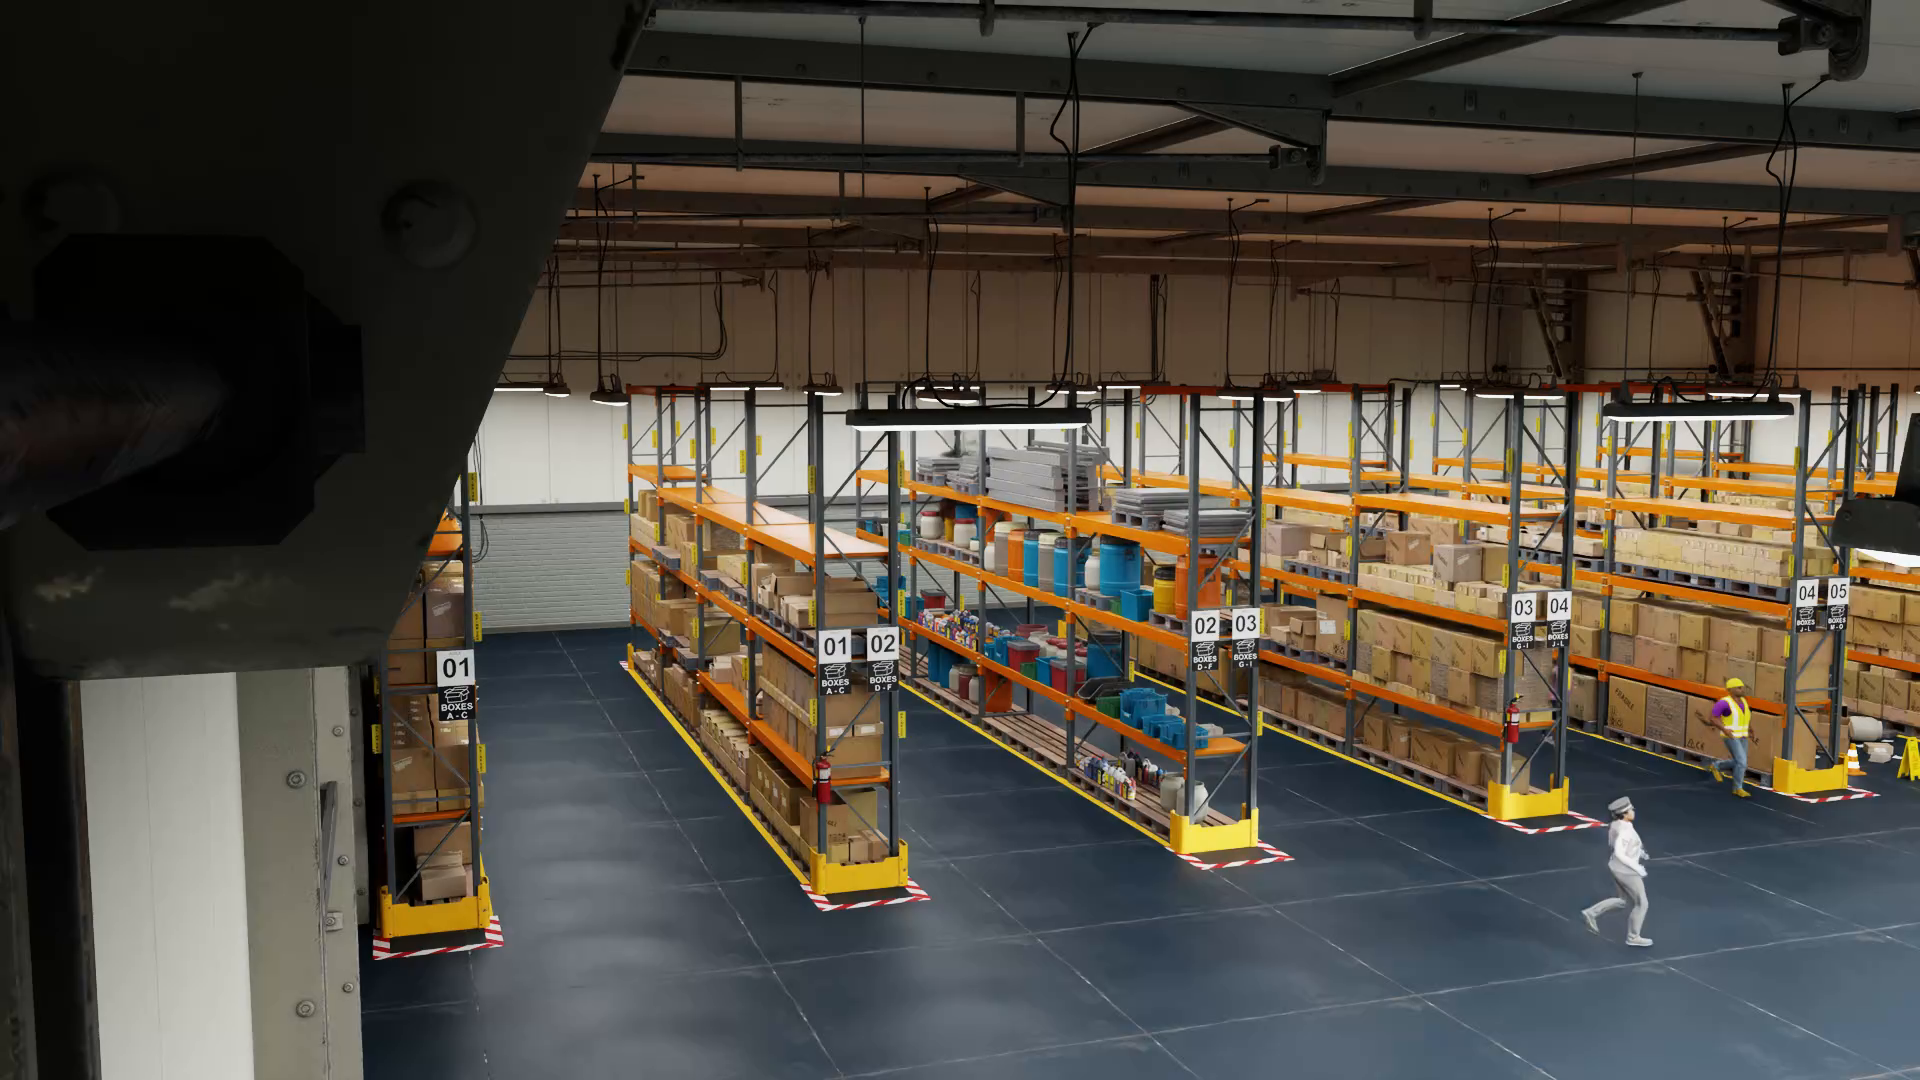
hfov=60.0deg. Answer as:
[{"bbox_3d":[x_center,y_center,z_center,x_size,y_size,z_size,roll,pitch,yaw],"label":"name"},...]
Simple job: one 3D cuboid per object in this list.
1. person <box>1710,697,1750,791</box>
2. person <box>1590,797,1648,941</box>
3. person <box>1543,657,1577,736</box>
[{"bbox_3d":[11.470,3.011,24.773,0.691,1.392,0.650,-3,7,-29],"label":"person"},{"bbox_3d":[7.233,3.593,18.242,0.597,1.597,0.371,1,6,7],"label":"person"},{"bbox_3d":[9.961,2.614,27.640,0.542,1.495,0.690,-2,6,-22],"label":"person"}]
